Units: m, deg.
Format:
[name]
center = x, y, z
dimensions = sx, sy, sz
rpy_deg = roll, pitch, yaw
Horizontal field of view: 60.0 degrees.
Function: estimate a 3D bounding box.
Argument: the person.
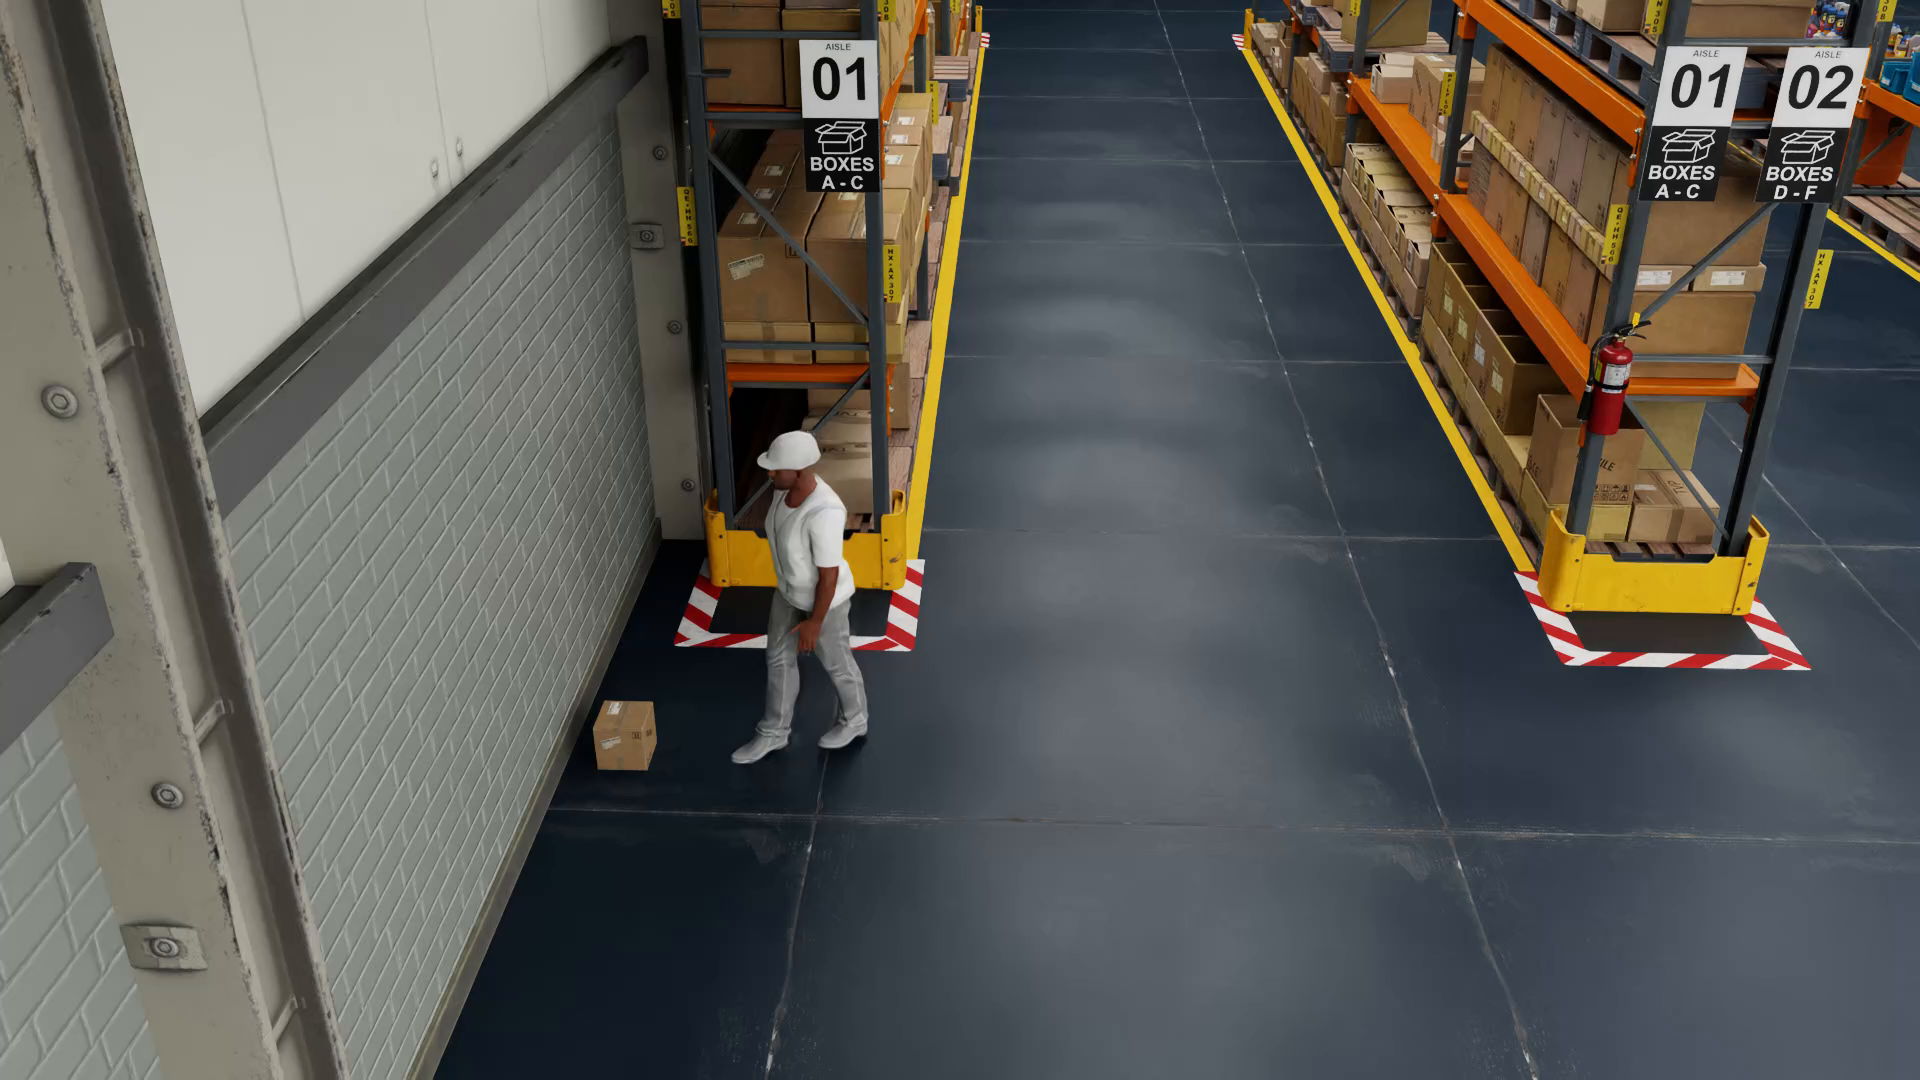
[person]
center = -0.784, 0.287, 8.044
dimensions = 0.701, 1.778, 0.592
rpy_deg = -20, 34, -33
